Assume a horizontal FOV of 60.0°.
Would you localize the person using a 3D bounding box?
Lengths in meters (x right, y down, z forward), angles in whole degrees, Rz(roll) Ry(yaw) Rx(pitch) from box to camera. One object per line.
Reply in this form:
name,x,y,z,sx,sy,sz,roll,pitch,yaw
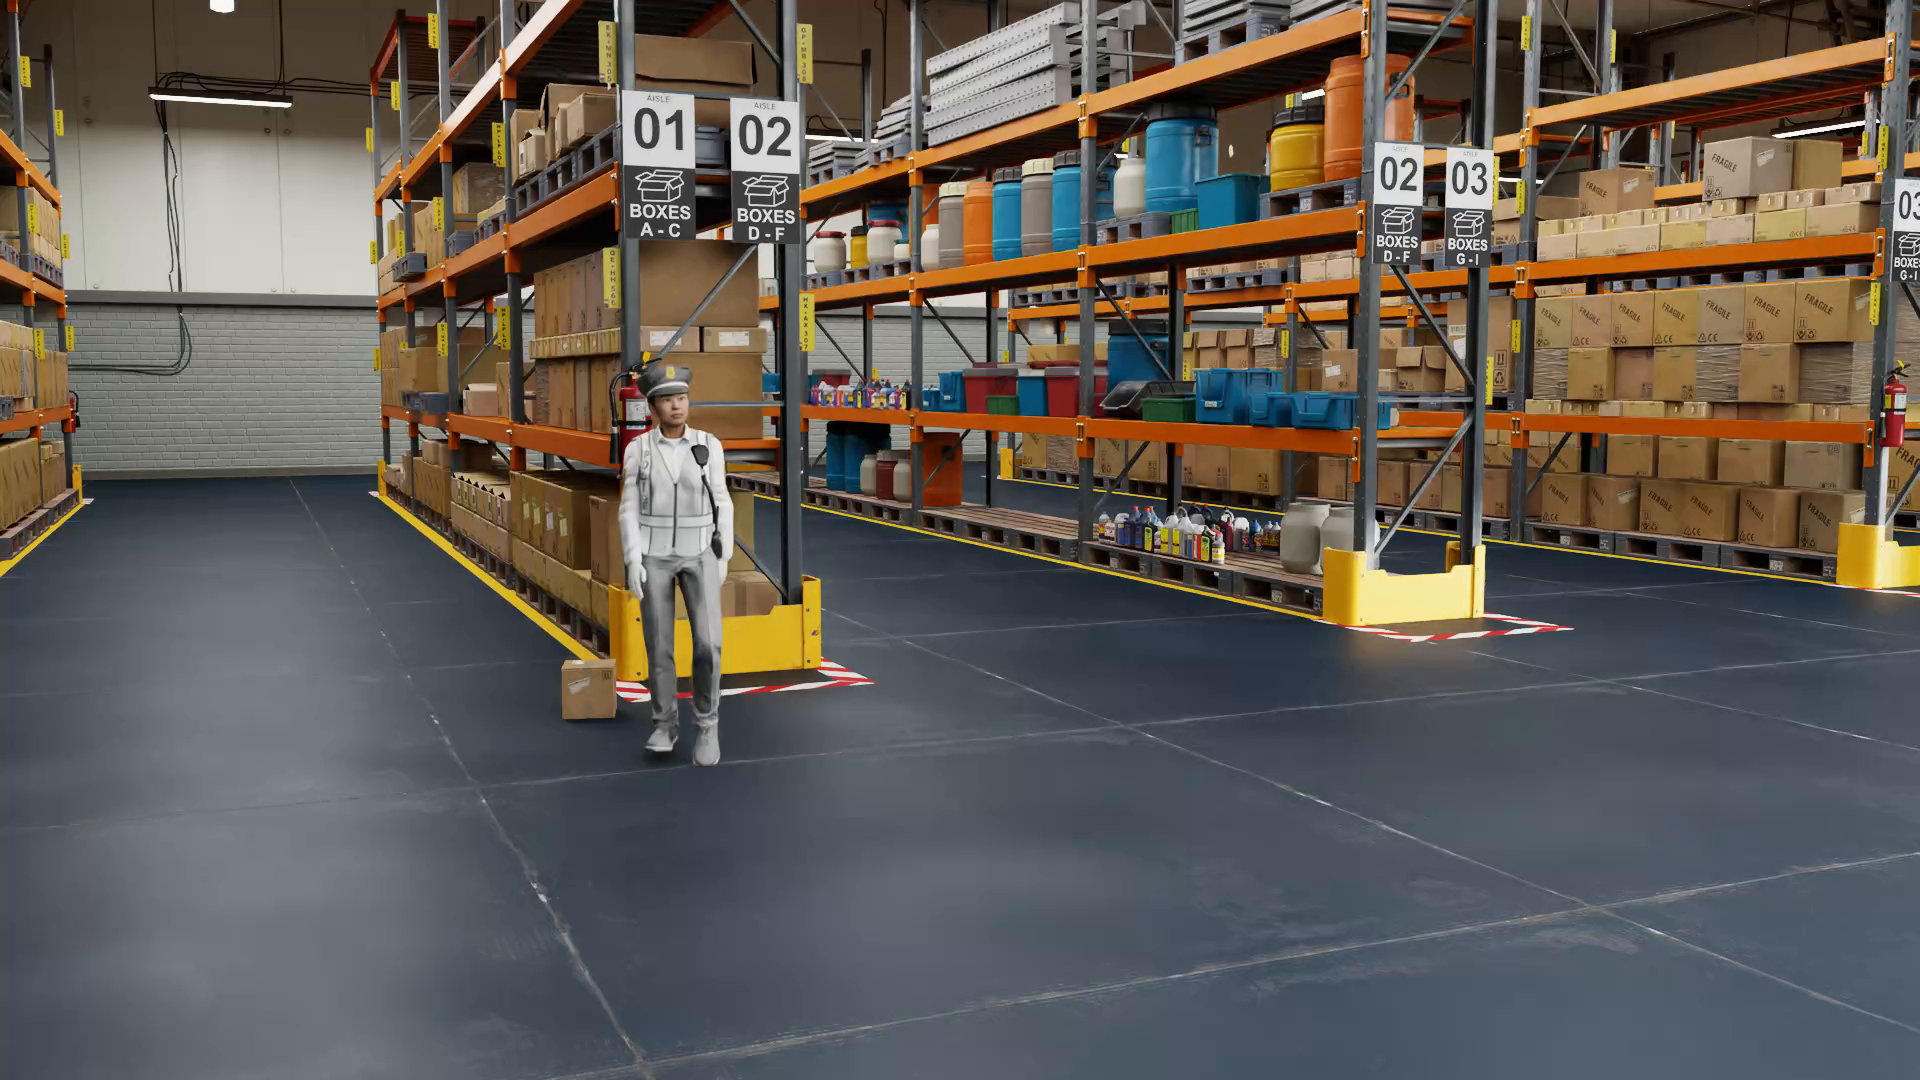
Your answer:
person,-1.217,0.115,7.142,0.487,1.731,0.478,-1,6,-7
